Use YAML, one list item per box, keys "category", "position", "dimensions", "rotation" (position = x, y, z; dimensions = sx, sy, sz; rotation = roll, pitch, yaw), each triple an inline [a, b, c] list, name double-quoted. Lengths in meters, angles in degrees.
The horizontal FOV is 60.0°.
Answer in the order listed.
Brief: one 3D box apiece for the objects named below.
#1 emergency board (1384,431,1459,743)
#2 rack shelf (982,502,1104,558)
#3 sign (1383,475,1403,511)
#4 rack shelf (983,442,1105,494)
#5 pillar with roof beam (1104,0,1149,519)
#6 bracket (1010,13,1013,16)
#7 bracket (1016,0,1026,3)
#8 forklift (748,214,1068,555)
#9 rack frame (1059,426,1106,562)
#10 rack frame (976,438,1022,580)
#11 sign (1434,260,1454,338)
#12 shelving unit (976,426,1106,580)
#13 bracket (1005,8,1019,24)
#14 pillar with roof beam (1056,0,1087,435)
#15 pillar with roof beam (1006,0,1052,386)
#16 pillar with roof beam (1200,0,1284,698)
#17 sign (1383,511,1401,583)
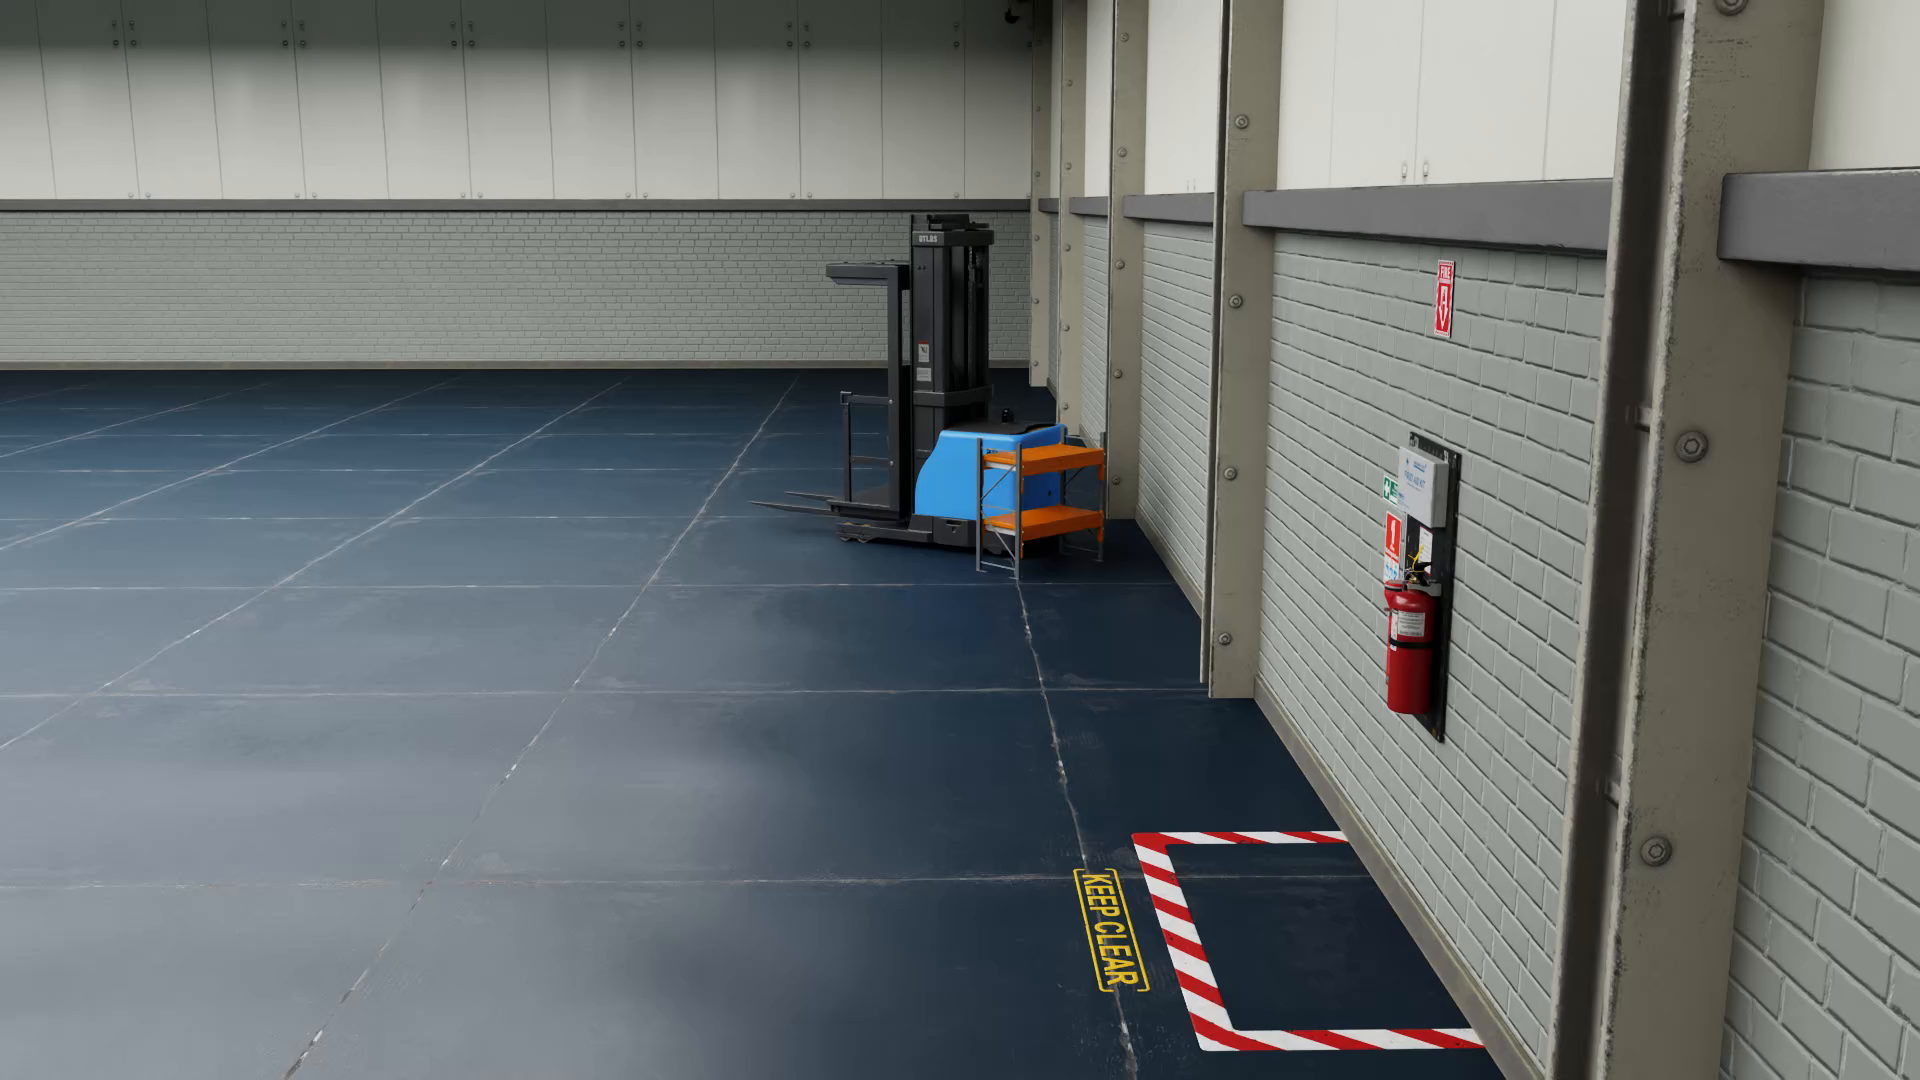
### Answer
- category: "emergency board"
  position: [1.823, 0.179, 6.825]
  dimensions: [0.194, 1.169, 0.643]
  rotation: [0, 11, -1]
- category: "rack shelf"
  position: [0.689, -0.090, 14.095]
  dimensions: [1.000, 0.278, 0.538]
  rotation: [-11, 16, -42]
- category: "sign"
  position: [1.906, -0.208, 7.308]
  dimensions: [0.001, 0.109, 0.331]
  rotation: [0, 11, -1]
- category: "rack shelf"
  position: [0.689, -0.617, 13.989]
  dimensions: [1.000, 0.278, 0.538]
  rotation: [-11, 16, -42]
- category: "pillar with roof beam"
  position: [-2.716, -4.638, 15.477]
  dimensions: [9.100, 9.000, 0.400]
  rotation: [0, 11, -1]
- category: "bracket"
  position: [0.939, -9.240, 29.107]
  dimensions: [0.076, 0.066, 3.189]
  rotation: [0, 11, -1]
- category: "bracket"
  position: [0.993, -8.721, 26.551]
  dimensions: [0.235, 0.232, 0.430]
  rotation: [0, 11, -1]
- category: "forklift"
  position: [-0.551, -1.497, 15.257]
  dimensions: [3.031, 2.935, 1.130]
  rotation: [6, 13, 28]
- category: "rack frame"
  position: [1.058, -0.399, 14.389]
  dimensions: [0.032, 1.125, 0.500]
  rotation: [-11, 16, -42]
- category: "rack frame"
  position: [0.320, -0.260, 13.704]
  dimensions: [0.032, 1.125, 0.500]
  rotation: [-11, 16, -42]
- category: "sign"
  position: [1.922, -0.959, 6.605]
  dimensions: [0.001, 0.298, 0.199]
  rotation: [0, 11, -1]
- category: "shelving unit"
  position: [0.689, -0.330, 14.047]
  dimensions: [1.048, 1.125, 0.538]
  rotation: [-11, 16, -42]
- category: "bracket"
  position: [0.927, -9.357, 29.686]
  dimensions: [0.235, 0.232, 0.430]
  rotation: [0, 11, -1]
- category: "pillar with roof beam"
  position: [-2.840, -5.830, 21.356]
  dimensions: [9.100, 9.000, 0.400]
  rotation: [0, 11, -1]
- category: "pillar with roof beam"
  position: [-2.964, -7.023, 27.235]
  dimensions: [9.100, 9.000, 0.548]
  rotation: [0, 11, -1]
- category: "pillar with roof beam"
  position: [-2.592, -3.445, 9.598]
  dimensions: [9.100, 9.000, 0.400]
  rotation: [0, 11, -1]
- category: "sign"
  position: [1.914, 0.051, 7.366]
  dimensions: [0.001, 0.329, 0.234]
  rotation: [0, 11, -1]
